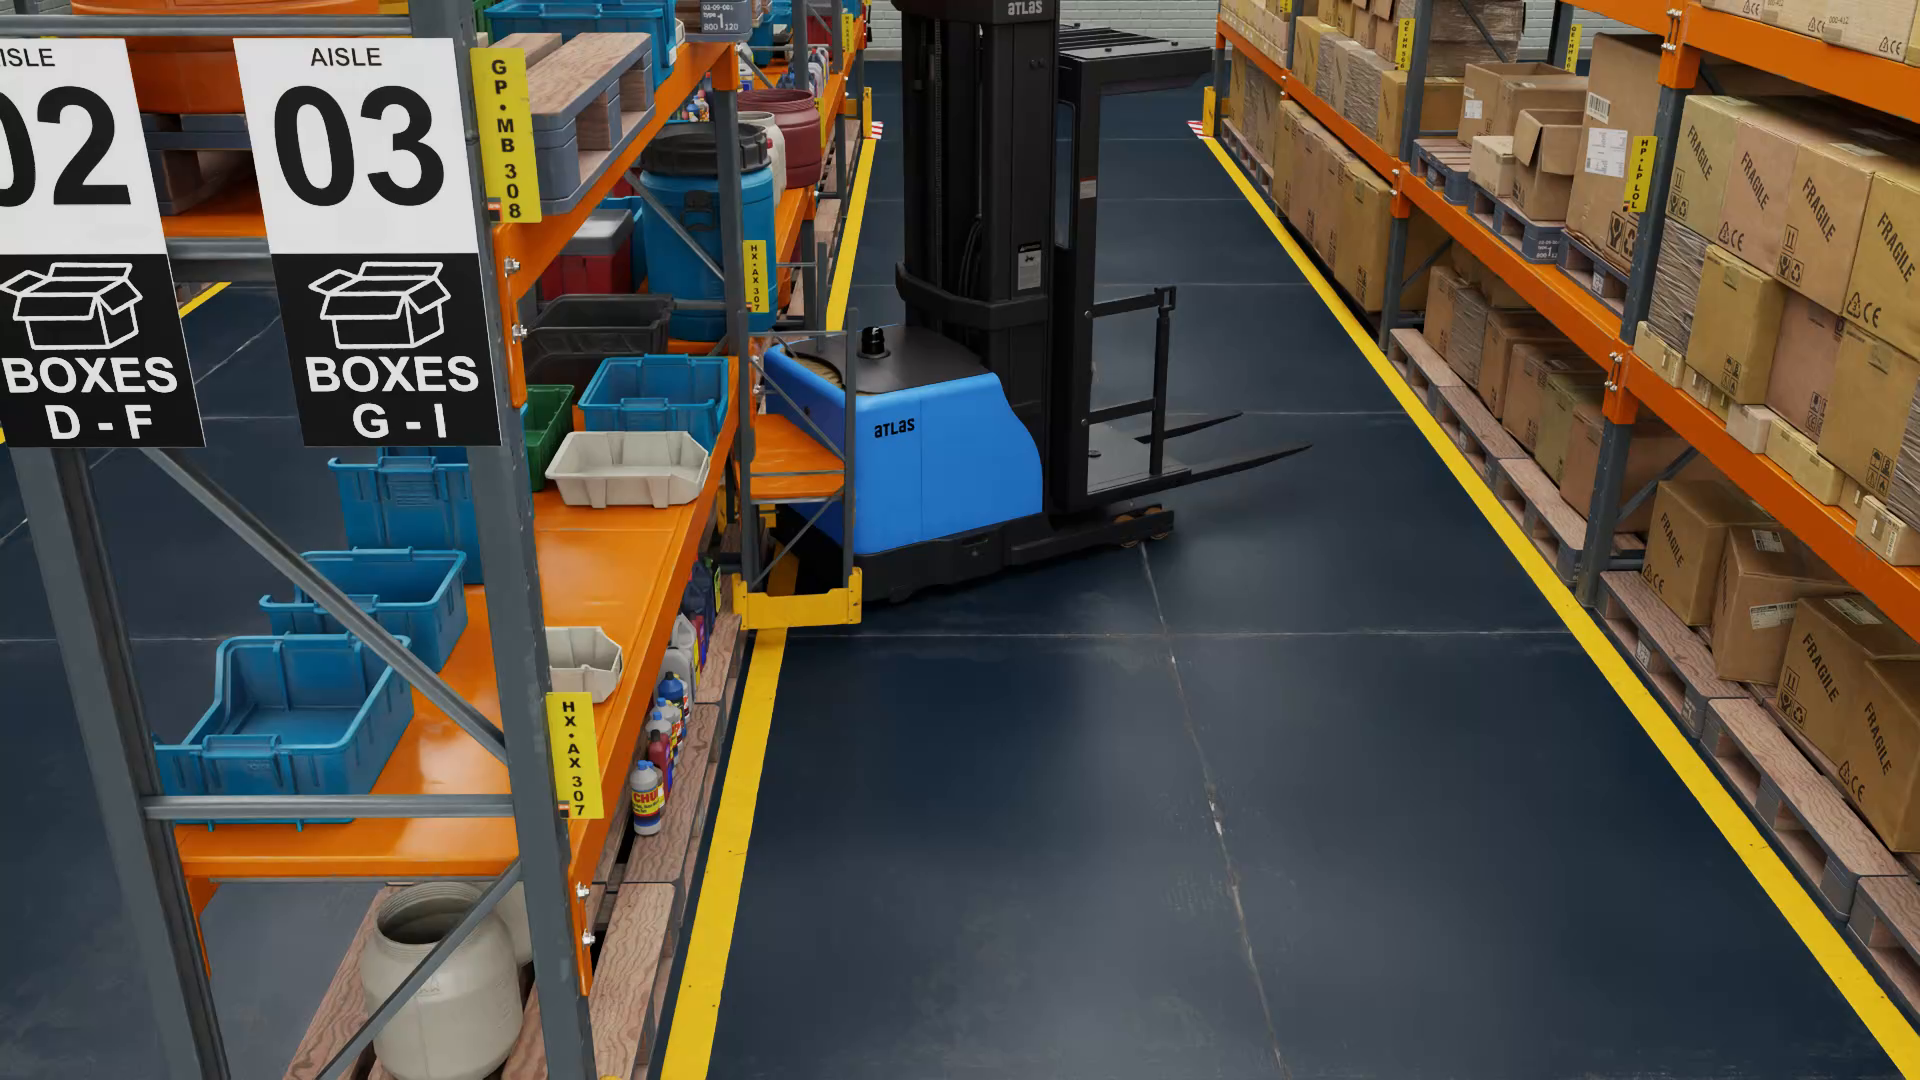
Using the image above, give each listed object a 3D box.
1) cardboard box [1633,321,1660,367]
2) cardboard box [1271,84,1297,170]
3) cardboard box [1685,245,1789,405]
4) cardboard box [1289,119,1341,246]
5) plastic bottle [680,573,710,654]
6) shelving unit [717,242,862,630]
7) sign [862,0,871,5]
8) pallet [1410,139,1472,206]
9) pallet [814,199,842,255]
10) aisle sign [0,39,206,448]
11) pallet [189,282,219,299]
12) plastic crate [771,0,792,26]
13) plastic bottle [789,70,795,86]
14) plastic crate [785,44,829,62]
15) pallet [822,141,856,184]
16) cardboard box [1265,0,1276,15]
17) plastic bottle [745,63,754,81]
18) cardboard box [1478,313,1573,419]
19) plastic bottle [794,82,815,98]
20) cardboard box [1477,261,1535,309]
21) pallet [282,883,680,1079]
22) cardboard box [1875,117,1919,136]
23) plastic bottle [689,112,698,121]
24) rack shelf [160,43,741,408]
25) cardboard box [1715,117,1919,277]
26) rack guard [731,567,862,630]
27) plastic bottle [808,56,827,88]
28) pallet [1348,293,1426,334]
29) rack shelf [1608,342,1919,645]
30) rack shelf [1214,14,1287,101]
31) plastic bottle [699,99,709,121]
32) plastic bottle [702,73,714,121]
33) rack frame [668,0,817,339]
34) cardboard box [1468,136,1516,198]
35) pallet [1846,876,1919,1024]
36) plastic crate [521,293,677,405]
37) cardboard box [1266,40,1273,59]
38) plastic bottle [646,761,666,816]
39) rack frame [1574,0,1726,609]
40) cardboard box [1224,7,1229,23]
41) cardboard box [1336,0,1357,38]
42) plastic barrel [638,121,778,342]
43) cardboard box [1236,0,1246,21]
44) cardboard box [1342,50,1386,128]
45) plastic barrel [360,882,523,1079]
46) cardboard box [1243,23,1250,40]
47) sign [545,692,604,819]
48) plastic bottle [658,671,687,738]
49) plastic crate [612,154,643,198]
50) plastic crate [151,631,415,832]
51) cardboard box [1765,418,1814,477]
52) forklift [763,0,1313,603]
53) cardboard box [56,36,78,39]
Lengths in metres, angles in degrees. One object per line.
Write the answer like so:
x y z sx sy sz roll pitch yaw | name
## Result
3.203 -0.857 7.309 0.380 0.149 0.250 0 24 -1 | cardboard box
3.487 -3.853 15.698 0.875 0.875 0.875 0 24 -1 | cardboard box
3.415 -0.850 6.507 0.875 0.500 0.500 0 24 -1 | cardboard box
3.452 -2.949 13.699 1.225 0.875 0.875 -1 24 -2 | cardboard box
-1.154 0.311 7.103 0.144 0.351 0.185 -1 24 -3 | plastic bottle
-0.814 -0.511 7.751 0.587 1.500 1.083 -3 26 -11 | shelving unit
-1.032 -6.067 18.326 0.100 0.325 0.005 0 24 -1 | sign
3.572 -2.329 10.491 1.213 0.211 1.003 0 24 -1 | pallet
-1.572 -2.746 14.566 1.003 0.211 1.213 0 24 -1 | pallet
-1.704 -0.544 3.158 0.394 0.787 0.004 0 24 -1 | aisle sign
-6.429 -2.205 13.369 1.003 0.211 1.213 0 24 -1 | pallet
-1.901 -5.560 17.534 0.416 0.233 0.300 0 24 -1 | plastic crate
-1.322 -3.598 13.221 0.097 0.271 0.097 0 24 0 | plastic bottle
-1.401 -4.435 15.163 0.396 0.136 0.243 0 24 -1 | plastic crate
-1.601 -3.871 17.054 1.003 0.211 1.213 0 24 -1 | pallet
3.141 -5.161 15.432 0.500 0.500 0.500 0 24 0 | cardboard box
-1.786 -3.910 13.996 0.097 0.201 0.097 0 24 0 | plastic bottle
3.517 -1.033 9.893 0.700 0.500 0.500 2 24 4 | cardboard box
-1.191 -3.382 12.737 0.152 0.276 0.135 0 24 -1 | plastic bottle
3.511 -1.618 10.277 0.500 0.250 0.500 2 24 5 | cardboard box
-1.459 1.514 5.146 1.003 0.211 1.213 0 24 -1 | pallet
3.788 -1.307 6.305 0.500 0.500 0.500 0 24 -1 | cardboard box
-1.912 -2.944 11.860 0.097 0.201 0.097 0 24 0 | plastic bottle
-1.429 -1.253 5.114 1.077 0.370 4.000 0 24 -1 | rack shelf
3.259 -1.305 6.300 0.500 0.500 0.500 0 24 -1 | cardboard box
-0.743 0.266 7.582 0.587 0.250 0.087 -3 26 -11 | rack guard
-1.207 -3.967 14.032 0.152 0.276 0.135 0 24 -1 | plastic bottle
3.525 -1.764 12.394 1.003 0.211 1.213 0 24 -1 | pallet
3.523 0.091 5.782 1.077 0.370 4.000 0 24 -1 | rack shelf
3.392 -4.854 16.715 1.077 0.370 4.000 0 24 -1 | rack shelf
-1.919 -3.185 12.393 0.097 0.201 0.097 0 24 0 | plastic bottle
-1.898 -3.366 12.612 0.144 0.351 0.185 0 24 -1 | plastic bottle
-1.495 -2.687 11.051 1.000 3.000 0.127 0 24 -1 | rack frame
3.246 -2.141 9.515 0.500 0.250 0.500 -1 24 -2 | cardboard box
3.571 1.492 5.196 1.003 0.211 1.213 0 24 -1 | pallet
-1.573 -0.794 6.941 0.767 0.338 0.504 0 24 -1 | plastic crate
3.078 -4.579 15.539 0.380 0.149 0.250 -1 24 -1 | cardboard box
-1.117 0.893 5.997 0.097 0.201 0.097 0 24 0 | plastic bottle
3.502 -1.061 7.456 1.000 3.000 0.127 0 24 -1 | rack frame
3.049 -5.638 17.880 0.380 0.149 0.250 -1 24 -1 | cardboard box
3.425 -4.314 13.310 0.797 0.503 0.637 0 24 0 | cardboard box
-1.152 -1.428 7.658 0.600 0.901 0.708 0 24 -1 | plastic barrel
3.120 -5.453 16.987 0.500 0.250 0.500 -1 24 -2 | cardboard box
3.196 -3.376 12.454 0.500 0.500 0.500 -1 24 -2 | cardboard box
-1.491 1.281 4.787 0.421 0.512 0.421 0 24 0 | plastic barrel
3.063 -5.110 16.712 0.380 0.149 0.250 -1 24 -2 | cardboard box
-0.857 0.483 3.707 0.100 0.325 0.005 0 24 -1 | sign
-1.123 0.638 6.477 0.097 0.271 0.097 0 24 0 | plastic bottle
-1.783 -2.049 9.562 0.402 0.464 0.583 0 24 -1 | plastic crate
-1.712 0.472 4.246 0.499 0.251 0.616 0 24 -1 | plastic crate
3.241 -0.342 6.170 0.380 0.149 0.250 0 24 -1 | cardboard box
0.533 -1.468 8.440 3.031 2.935 1.130 -14 28 -28 | forklift
-6.387 -3.540 12.306 0.700 0.500 0.500 4 25 9 | cardboard box
